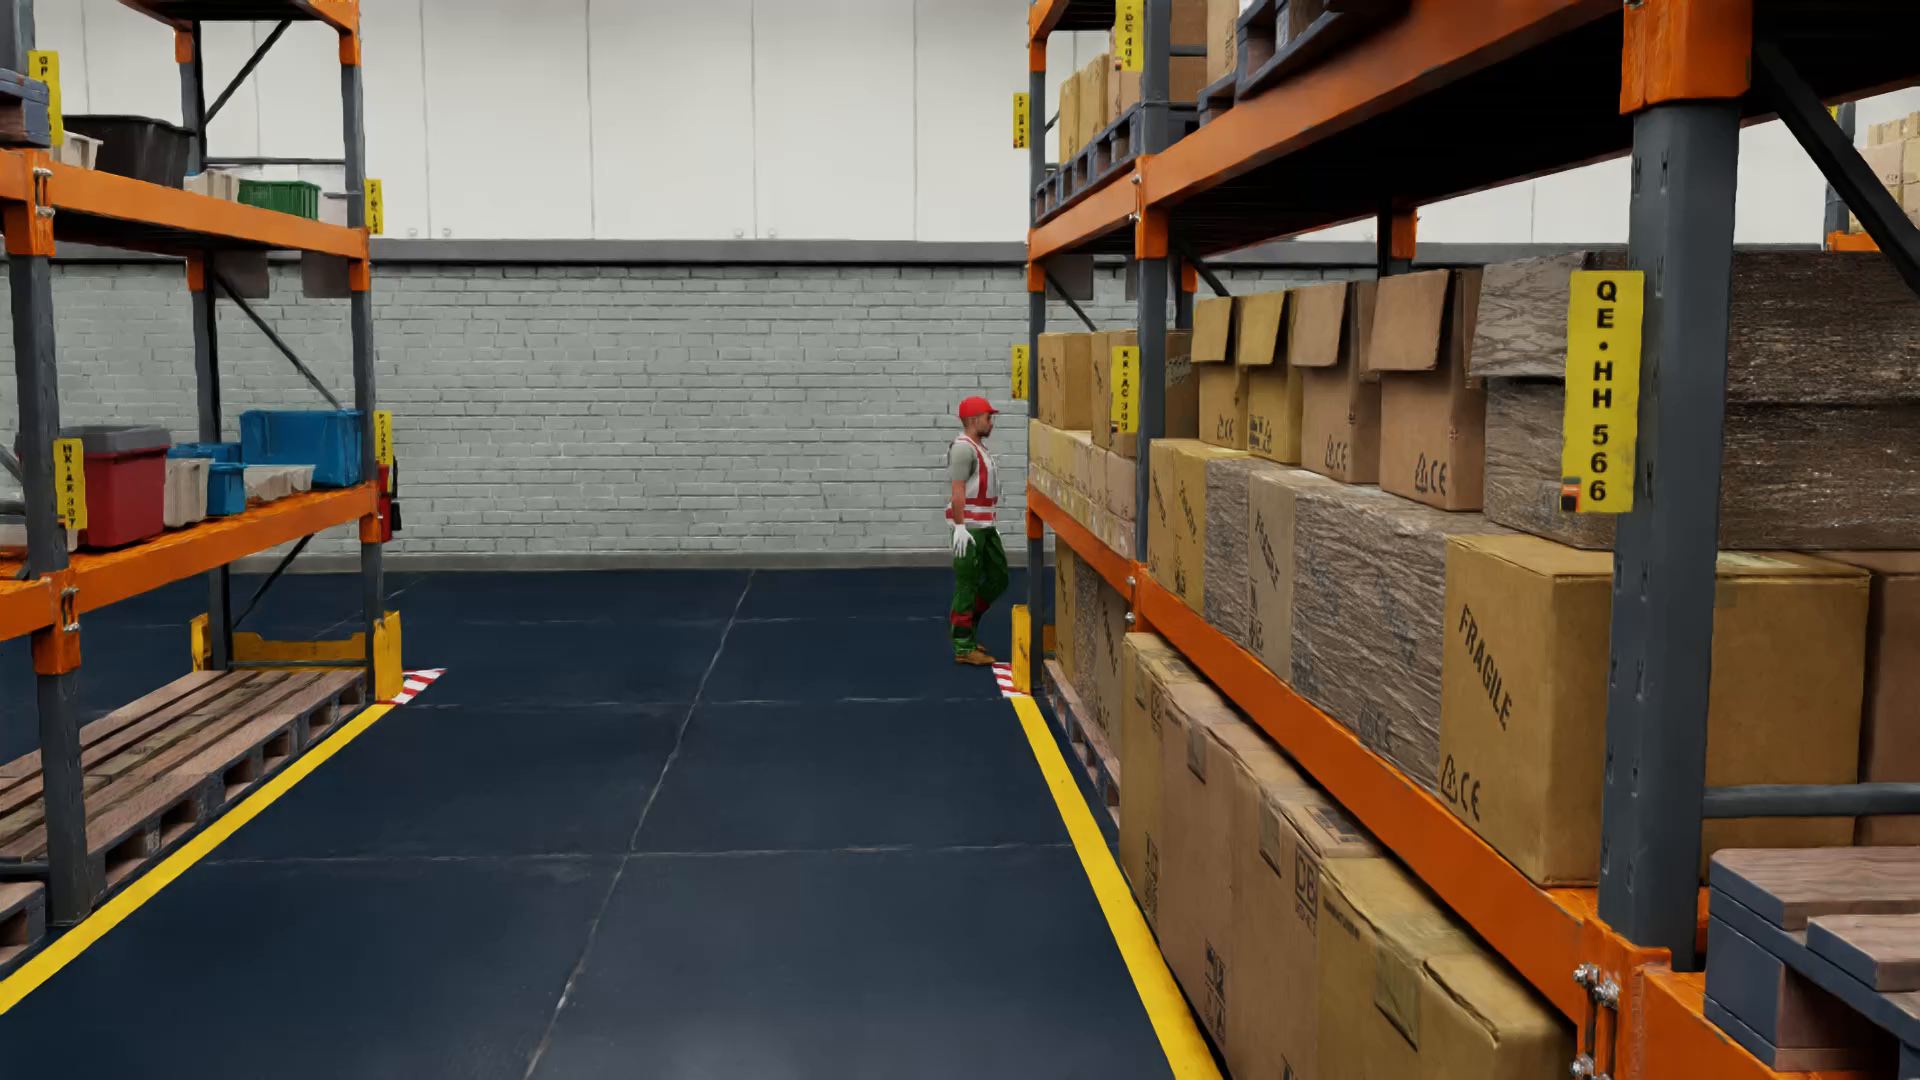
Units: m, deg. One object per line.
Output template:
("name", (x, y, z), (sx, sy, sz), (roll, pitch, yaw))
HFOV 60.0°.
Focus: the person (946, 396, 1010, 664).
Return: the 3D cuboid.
("person", (0.082, -0.073, 11.203), (0.422, 1.792, 0.646), (2, 7, 17))
